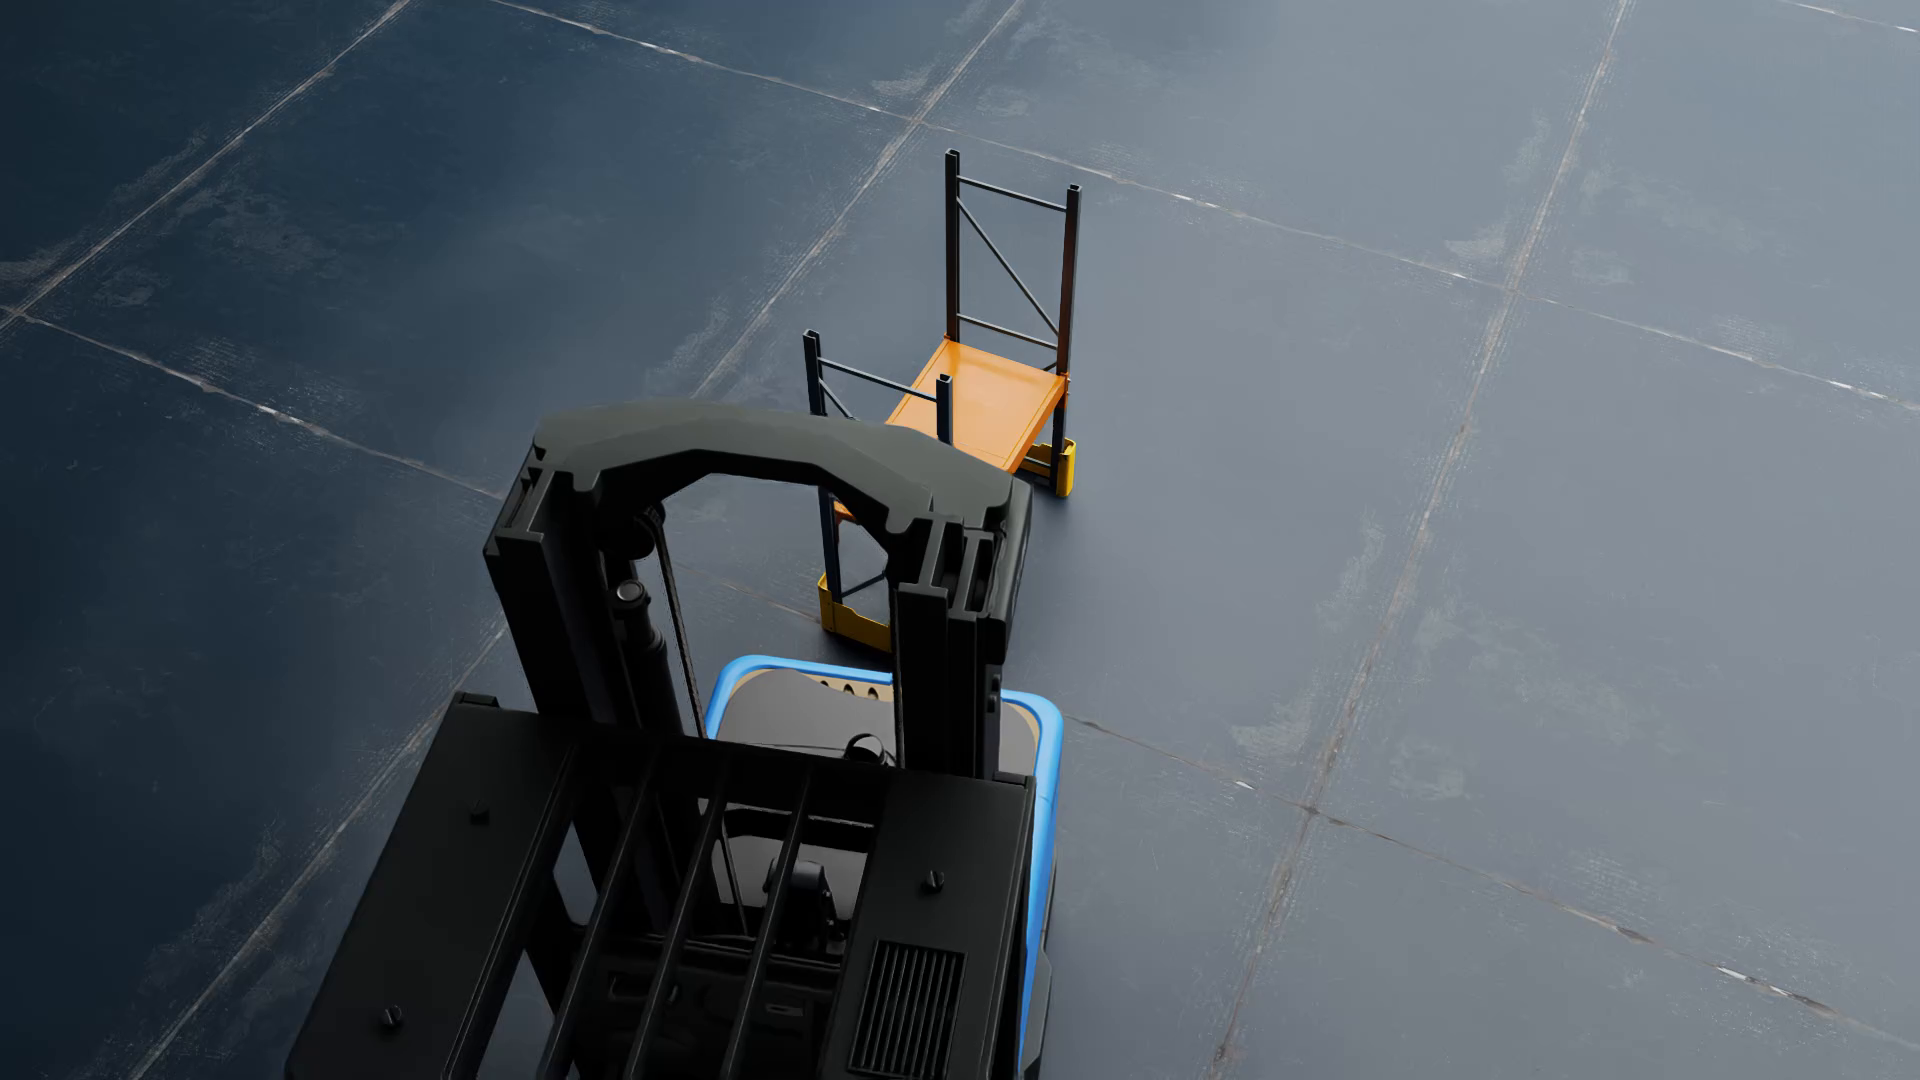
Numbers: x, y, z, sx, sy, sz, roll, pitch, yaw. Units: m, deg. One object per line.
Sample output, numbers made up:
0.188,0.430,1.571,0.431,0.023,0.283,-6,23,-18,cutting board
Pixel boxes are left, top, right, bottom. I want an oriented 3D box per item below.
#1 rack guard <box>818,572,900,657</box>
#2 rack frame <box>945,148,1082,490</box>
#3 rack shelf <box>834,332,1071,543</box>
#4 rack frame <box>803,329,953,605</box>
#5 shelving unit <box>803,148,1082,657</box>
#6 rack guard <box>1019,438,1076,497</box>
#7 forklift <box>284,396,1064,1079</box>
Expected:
-0.245,0.314,6.133,0.587,0.250,0.087,20,52,16,rack guard
0.181,-0.777,6.242,0.500,1.500,0.032,20,52,16,rack frame
-0.036,-0.311,6.081,0.538,0.185,1.000,20,52,16,rack shelf
-0.254,-0.077,5.646,0.500,1.500,0.032,20,52,16,rack frame
-0.033,-0.434,5.949,0.587,1.500,1.083,20,52,16,shelving unit
0.180,-0.371,6.717,0.587,0.250,0.087,20,52,16,rack guard
-0.449,1.243,3.583,1.130,2.935,3.031,8,50,6,forklift
